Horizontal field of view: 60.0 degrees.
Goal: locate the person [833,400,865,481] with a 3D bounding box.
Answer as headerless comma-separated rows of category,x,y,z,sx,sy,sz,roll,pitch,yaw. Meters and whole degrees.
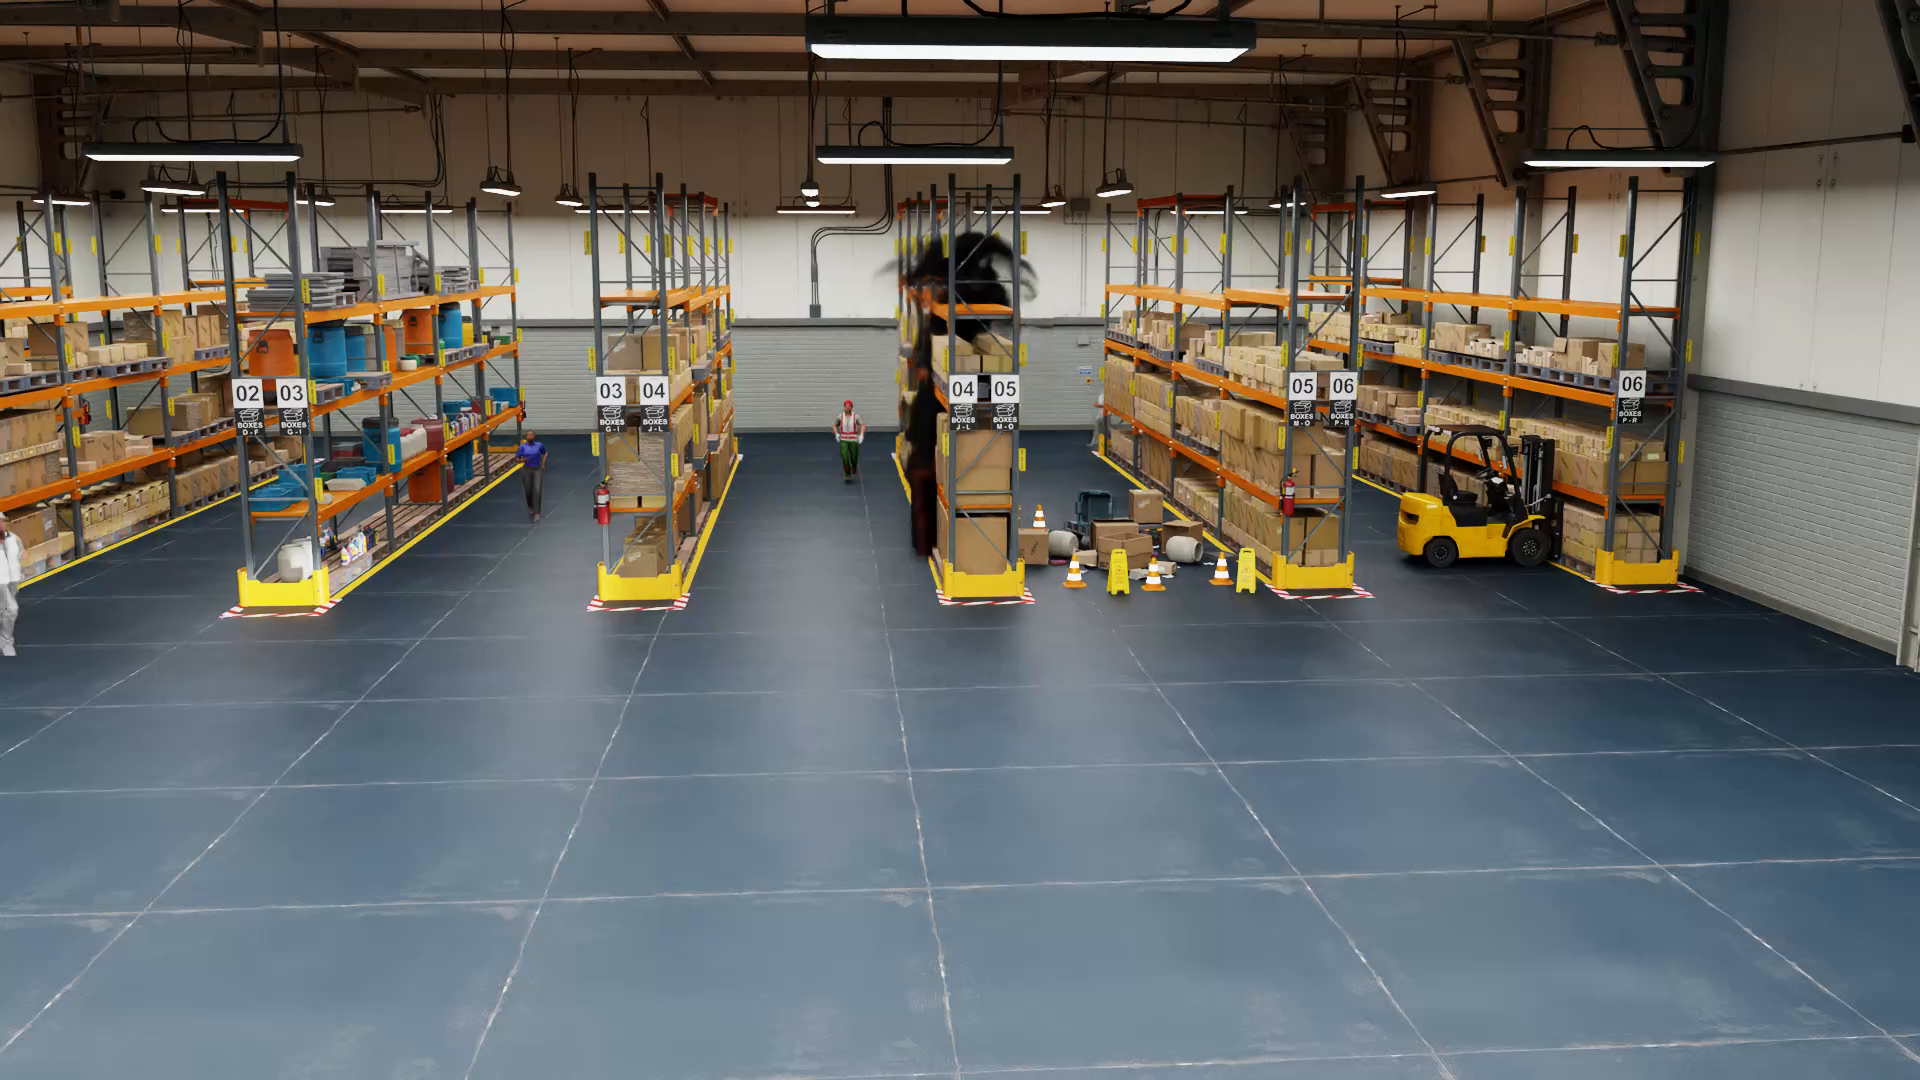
person,-2.404,-2.154,35.881,0.679,1.742,0.637,0,10,0

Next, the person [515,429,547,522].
person,-7.877,-1.206,30.612,0.575,1.644,0.909,-3,10,-14

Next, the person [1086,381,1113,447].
person,3.590,-3.169,41.542,0.900,1.750,0.724,2,10,12

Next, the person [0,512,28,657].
person,-11.878,0.541,20.655,0.763,1.838,0.625,4,11,23
